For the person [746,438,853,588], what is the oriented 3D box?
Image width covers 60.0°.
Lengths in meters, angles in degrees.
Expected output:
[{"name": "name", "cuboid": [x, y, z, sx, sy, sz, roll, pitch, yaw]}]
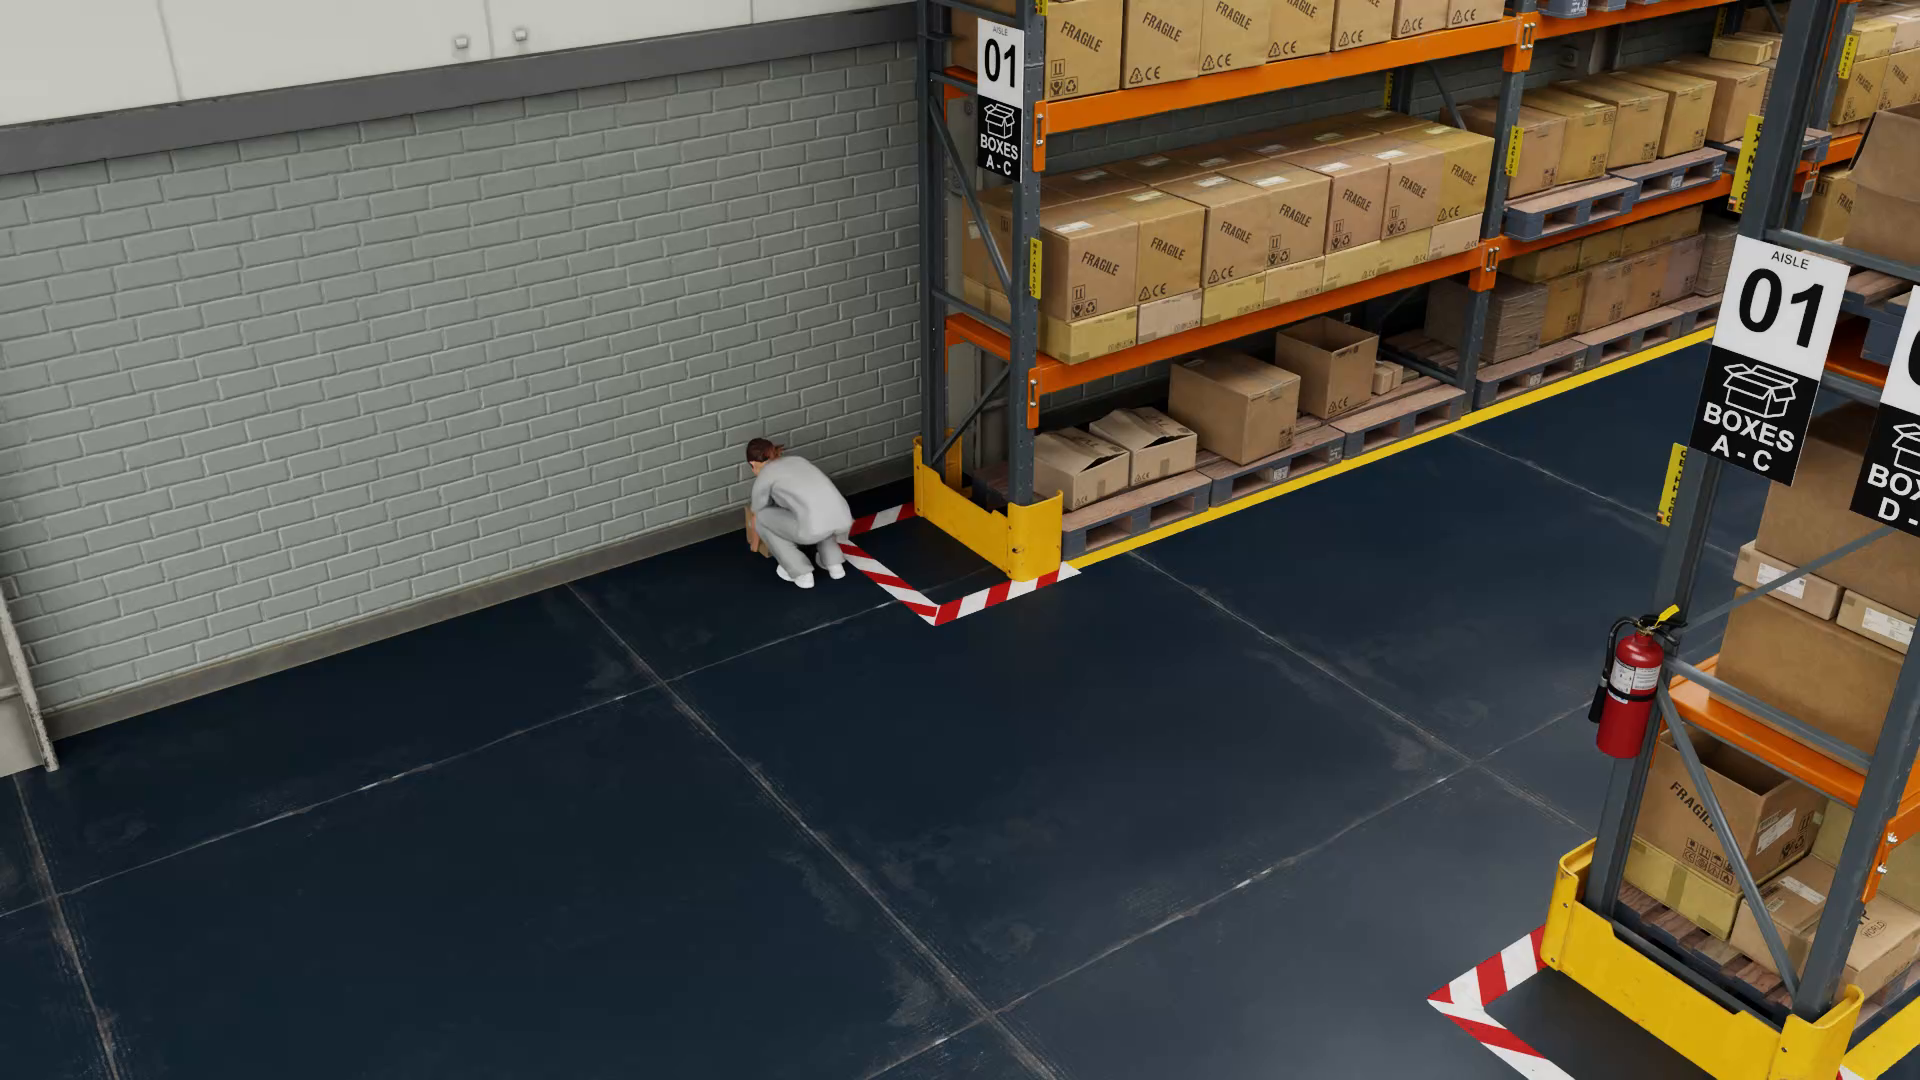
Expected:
[{"name": "person", "cuboid": [-0.982, -0.155, 9.934, 0.468, 0.811, 0.841, -19, 34, -31]}]
